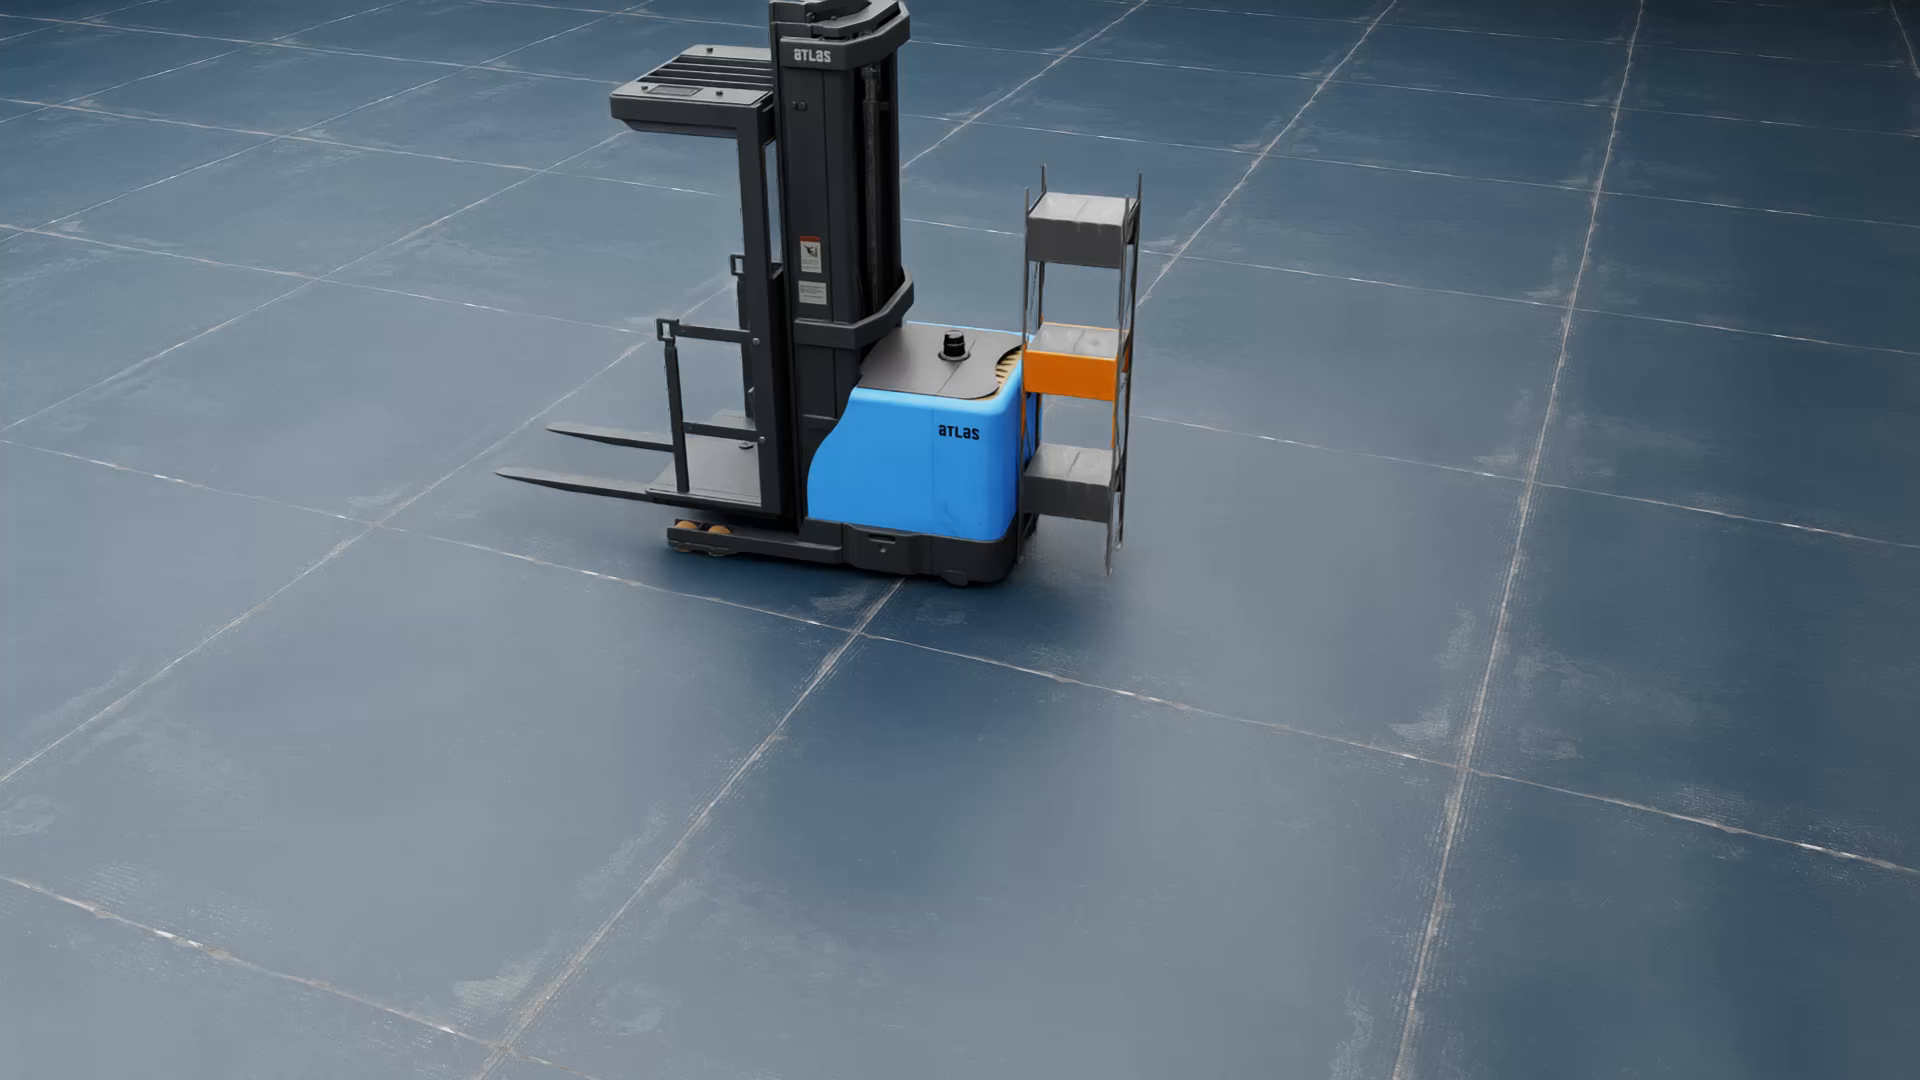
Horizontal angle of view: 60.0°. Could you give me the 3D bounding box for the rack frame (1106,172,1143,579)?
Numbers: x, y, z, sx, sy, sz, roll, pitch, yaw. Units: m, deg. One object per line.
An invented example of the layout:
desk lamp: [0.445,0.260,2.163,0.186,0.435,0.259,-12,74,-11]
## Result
rack frame: [0.841,-0.802,8.536,0.015,2.100,0.400,8,30,13]

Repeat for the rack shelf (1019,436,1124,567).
rack shelf: [0.605,-0.213,8.943,0.480,0.518,0.431,8,30,13]

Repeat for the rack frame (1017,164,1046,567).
rack frame: [0.370,-0.866,8.648,0.015,2.100,0.400,8,30,13]

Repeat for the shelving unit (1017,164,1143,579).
shelving unit: [0.605,-0.834,8.592,0.503,2.100,0.431,8,30,13]

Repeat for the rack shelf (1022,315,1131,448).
rack shelf: [0.605,-0.822,8.599,0.480,0.518,0.431,8,30,13]

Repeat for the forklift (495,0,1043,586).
forklift: [-1.106,-1.426,8.794,3.031,2.935,1.130,8,30,13]

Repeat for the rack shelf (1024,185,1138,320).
rack shelf: [0.605,-1.432,8.254,0.480,0.518,0.431,8,30,13]
